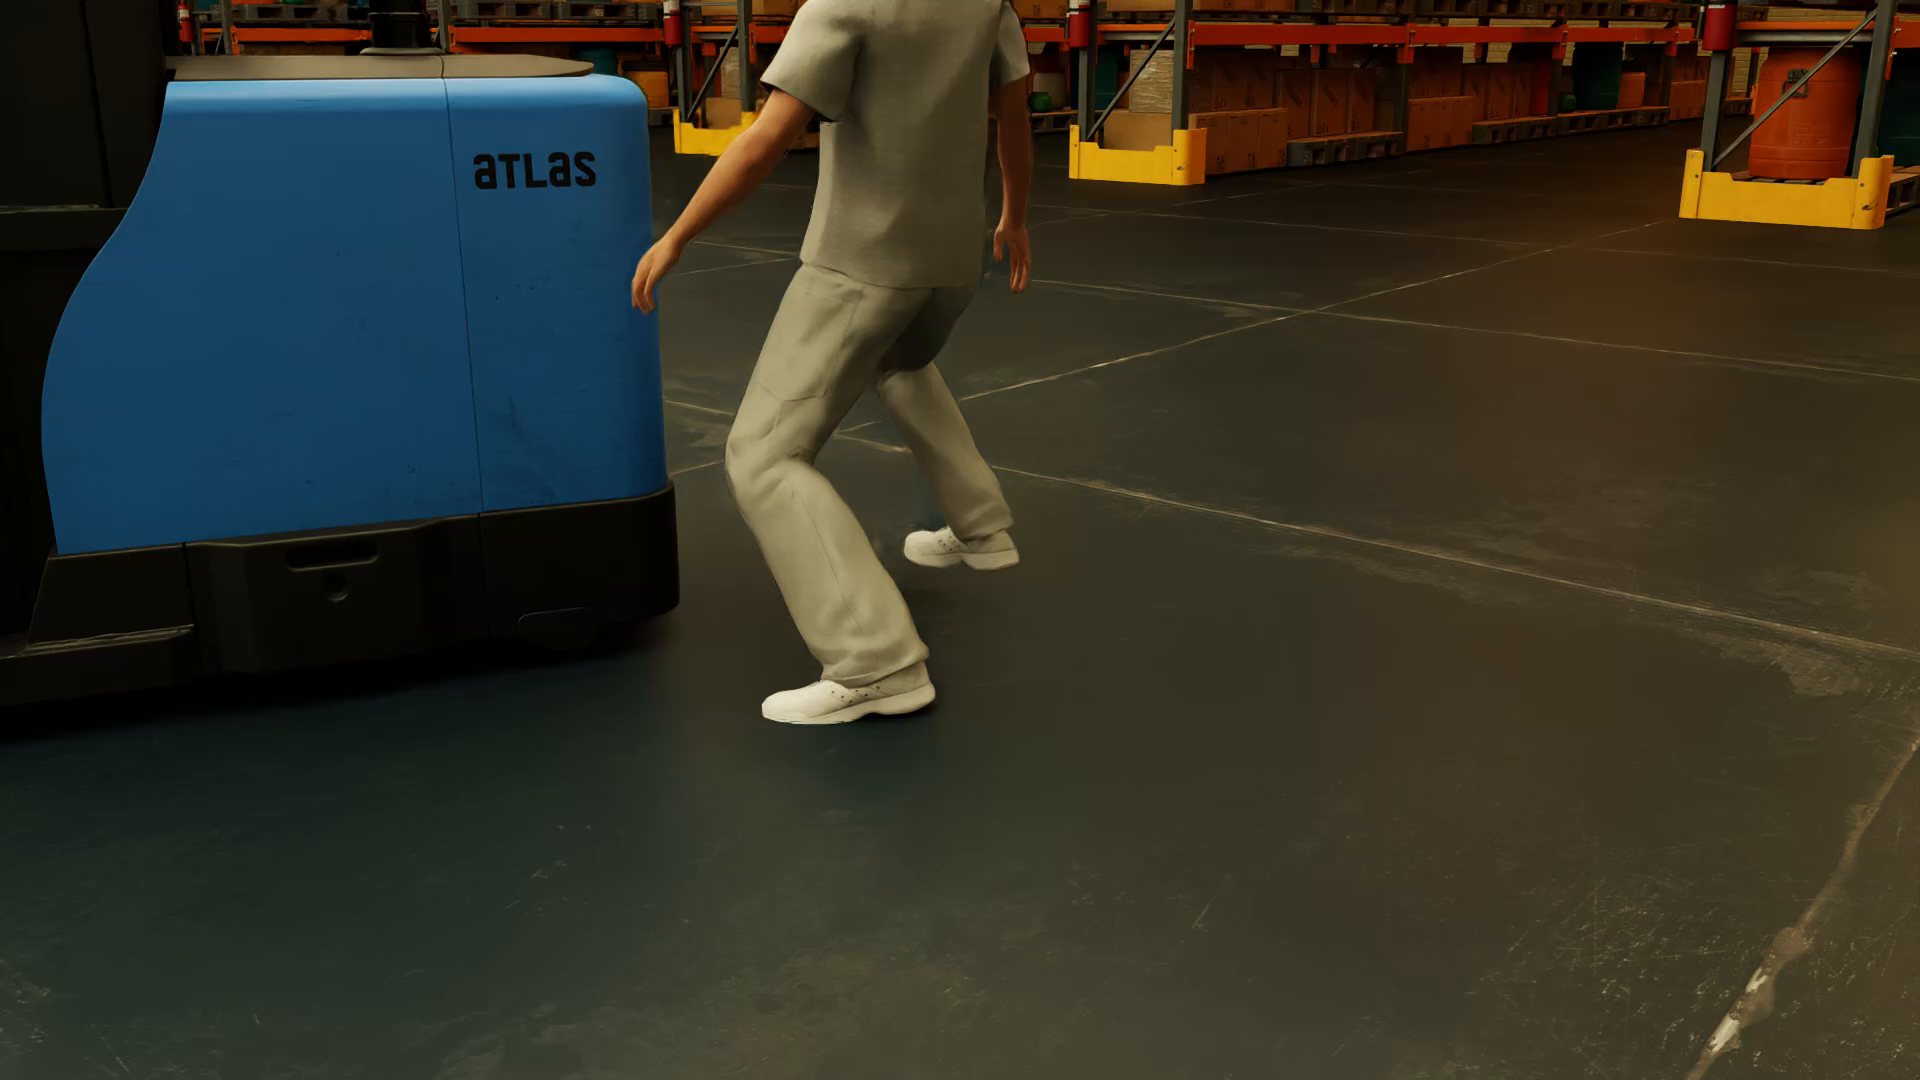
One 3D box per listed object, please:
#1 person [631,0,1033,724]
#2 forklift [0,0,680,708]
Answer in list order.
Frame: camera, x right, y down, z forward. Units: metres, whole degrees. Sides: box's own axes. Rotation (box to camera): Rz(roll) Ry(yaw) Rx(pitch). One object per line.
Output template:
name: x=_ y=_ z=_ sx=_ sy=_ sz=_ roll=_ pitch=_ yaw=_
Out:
person: x=-0.155 y=-0.522 z=3.033 sx=0.837 sy=1.565 sz=0.623 roll=-16 pitch=23 yaw=-43
forklift: x=-2.122 y=-1.167 z=2.741 sx=3.031 sy=2.935 sz=1.130 roll=-7 pitch=18 yaw=-21
